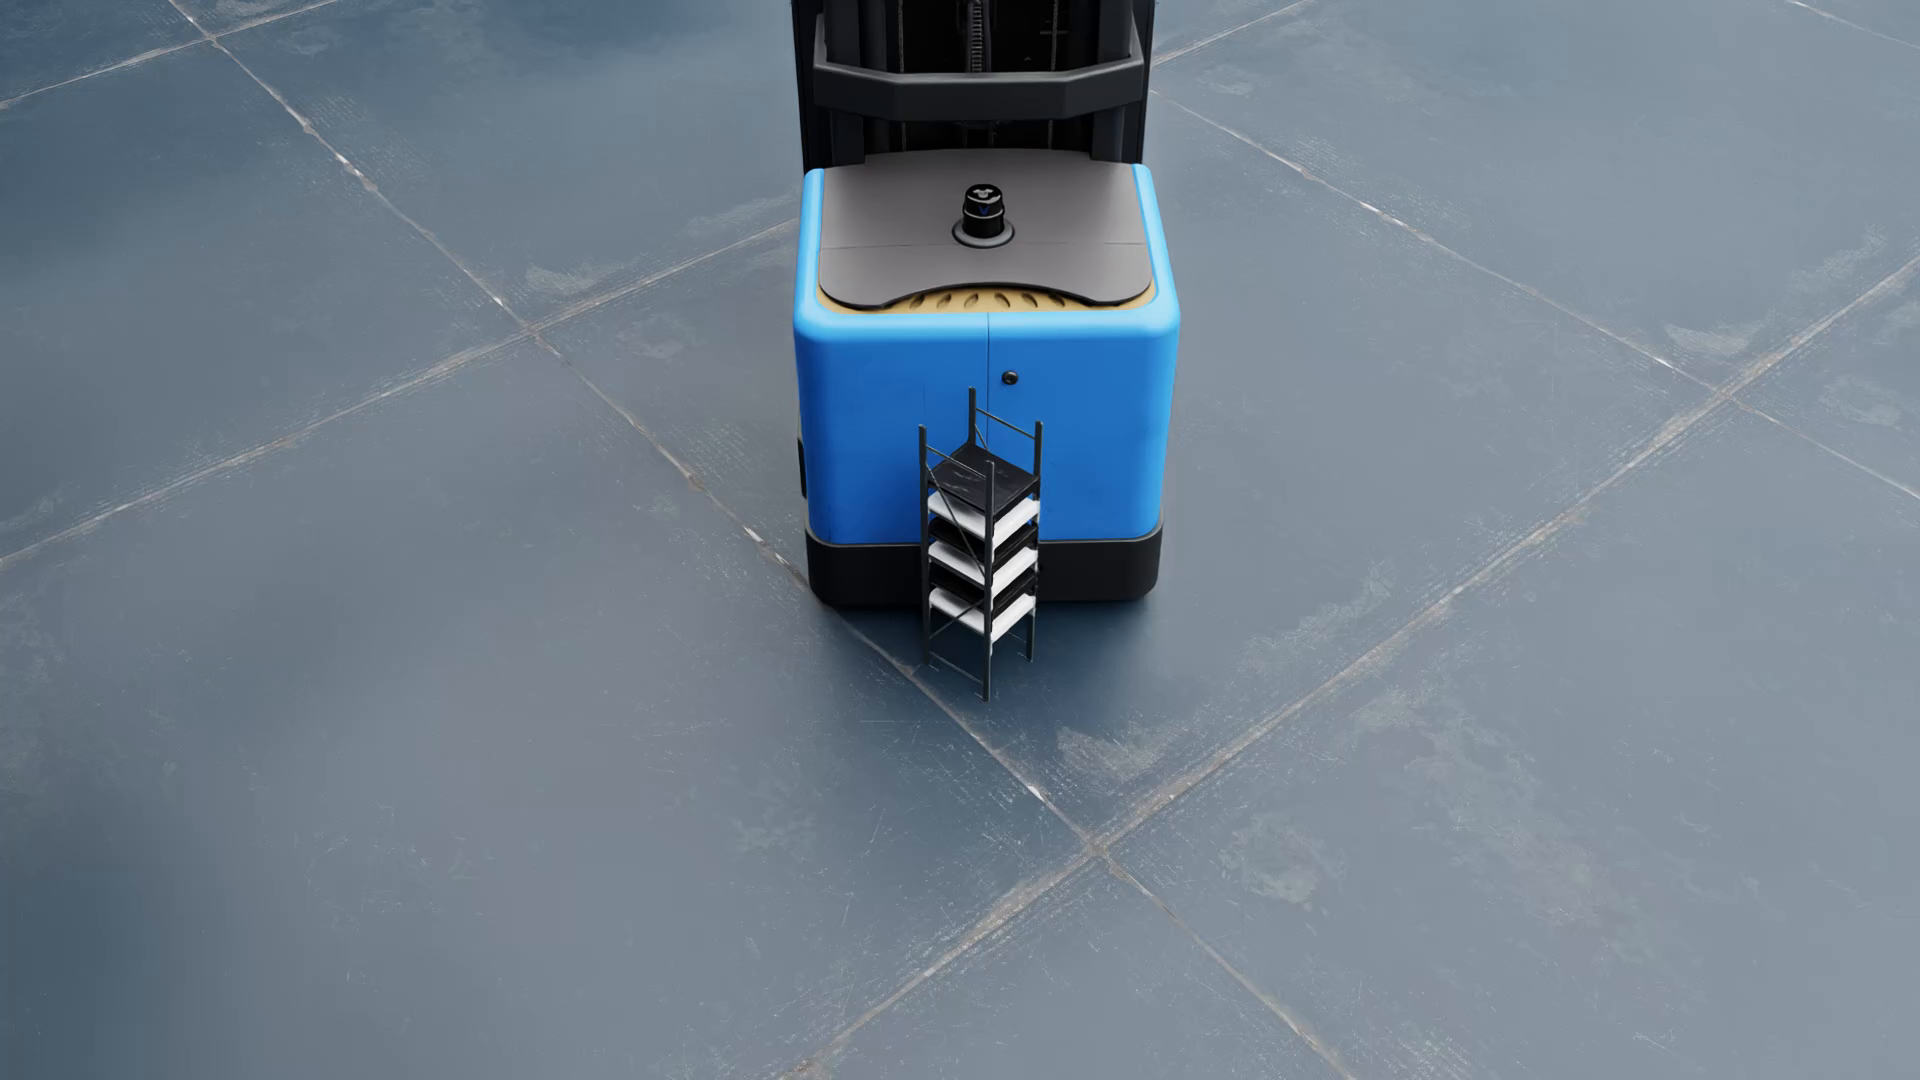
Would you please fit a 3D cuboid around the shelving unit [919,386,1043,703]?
[{"bbox_3d":[0.054,0.032,4.559,0.258,0.900,0.210,29,50,27],"label":"shelving unit"}]

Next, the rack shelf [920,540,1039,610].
[{"bbox_3d":[0.054,0.056,4.582,0.258,0.077,0.200,29,50,27],"label":"rack shelf"}]

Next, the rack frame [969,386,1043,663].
[{"bbox_3d":[0.118,-0.022,4.616,0.240,0.900,0.006,29,50,27],"label":"rack frame"}]

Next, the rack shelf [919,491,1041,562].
[{"bbox_3d":[0.054,-0.075,4.459,0.258,0.077,0.200,29,50,27],"label":"rack shelf"}]

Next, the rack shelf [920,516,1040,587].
[{"bbox_3d":[0.054,-0.010,4.520,0.258,0.077,0.200,29,50,27],"label":"rack shelf"}]

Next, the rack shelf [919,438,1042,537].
[{"bbox_3d":[0.054,-0.141,4.397,0.258,0.077,0.200,29,50,27],"label":"rack shelf"}]

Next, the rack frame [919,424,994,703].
[{"bbox_3d":[-0.011,0.086,4.502,0.240,0.900,0.006,29,50,27],"label":"rack frame"}]

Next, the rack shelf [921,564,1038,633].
[{"bbox_3d":[0.054,0.122,4.643,0.258,0.077,0.200,29,50,27],"label":"rack shelf"}]

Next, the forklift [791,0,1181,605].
[{"bbox_3d":[0.032,-1.866,5.095,1.130,2.935,3.031,-1,43,-1],"label":"forklift"}]

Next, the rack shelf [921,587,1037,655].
[{"bbox_3d":[0.054,0.187,4.705,0.258,0.077,0.200,29,50,27],"label":"rack shelf"}]
